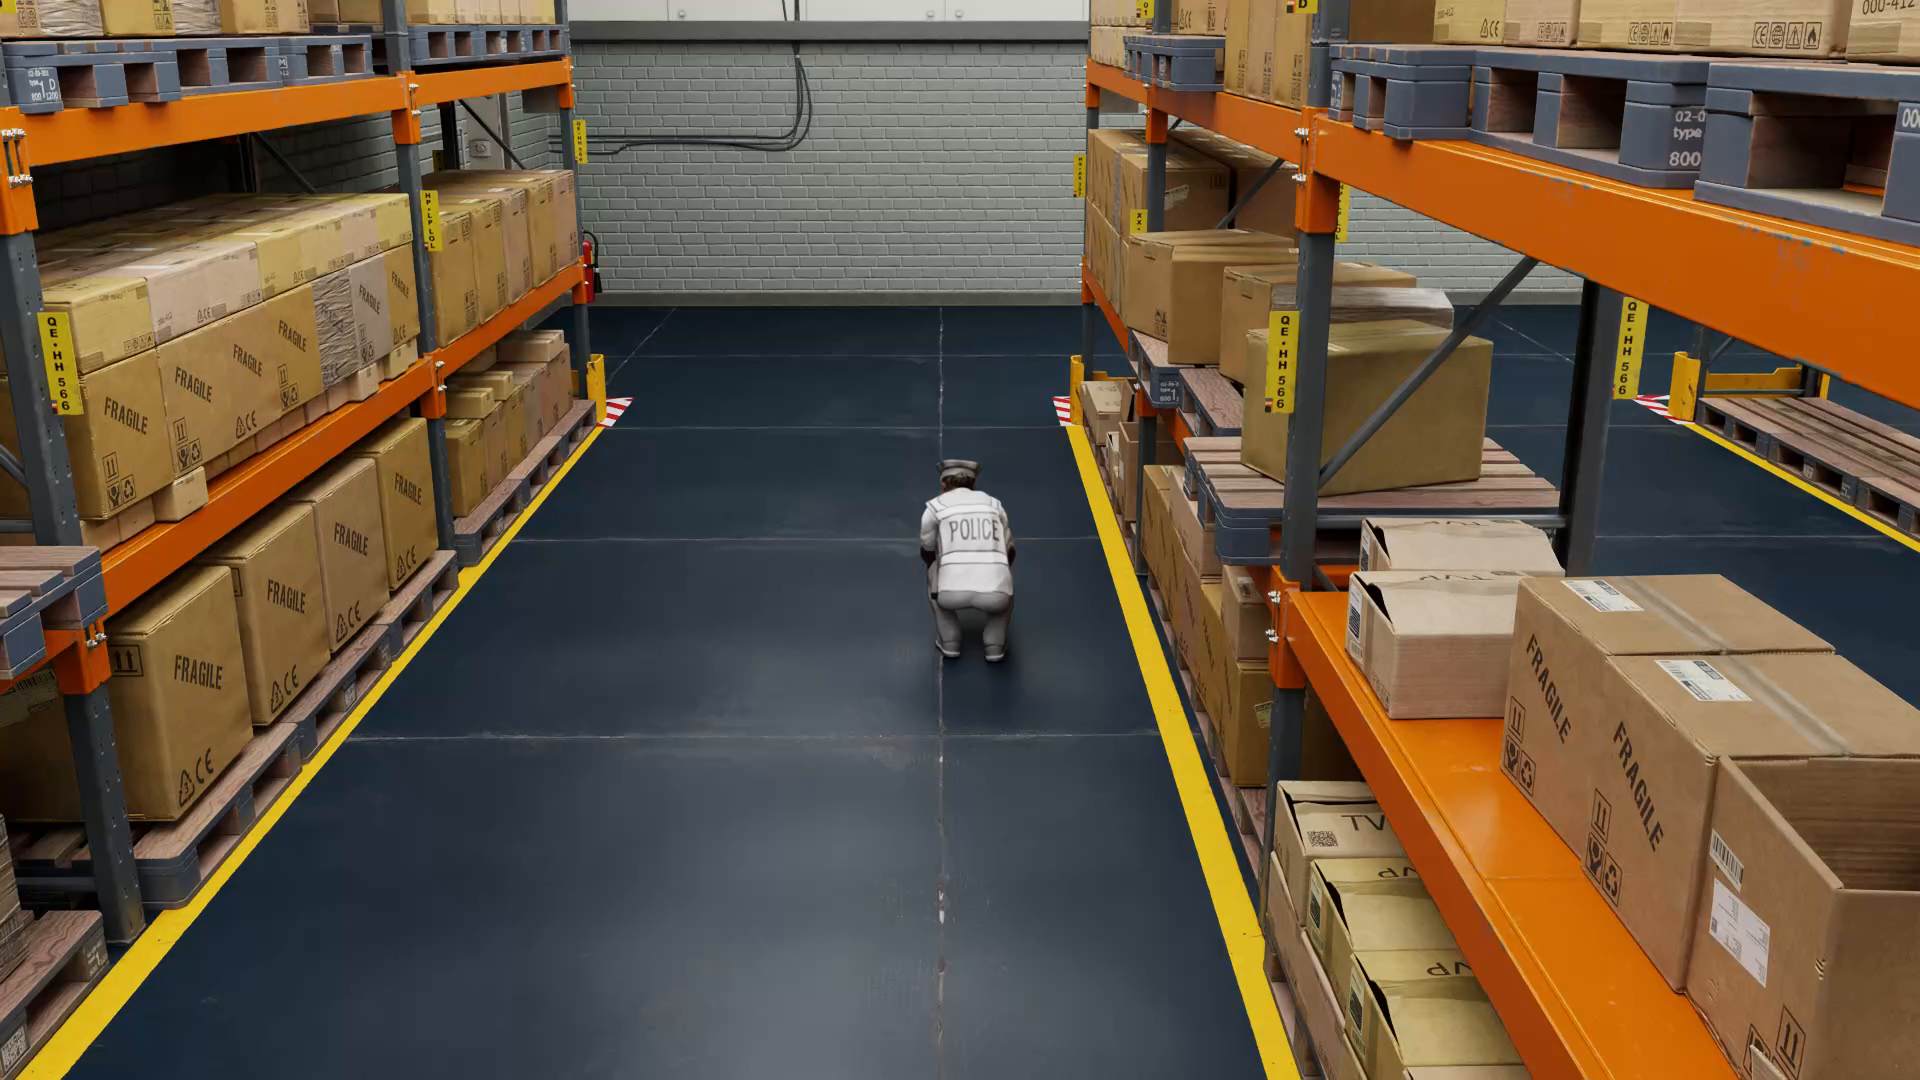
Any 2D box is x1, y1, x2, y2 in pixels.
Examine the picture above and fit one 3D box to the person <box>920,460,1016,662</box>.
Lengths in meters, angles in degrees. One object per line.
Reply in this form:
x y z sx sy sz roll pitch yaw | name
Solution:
0.043 0.091 8.483 0.501 0.948 0.849 0 17 0 | person
